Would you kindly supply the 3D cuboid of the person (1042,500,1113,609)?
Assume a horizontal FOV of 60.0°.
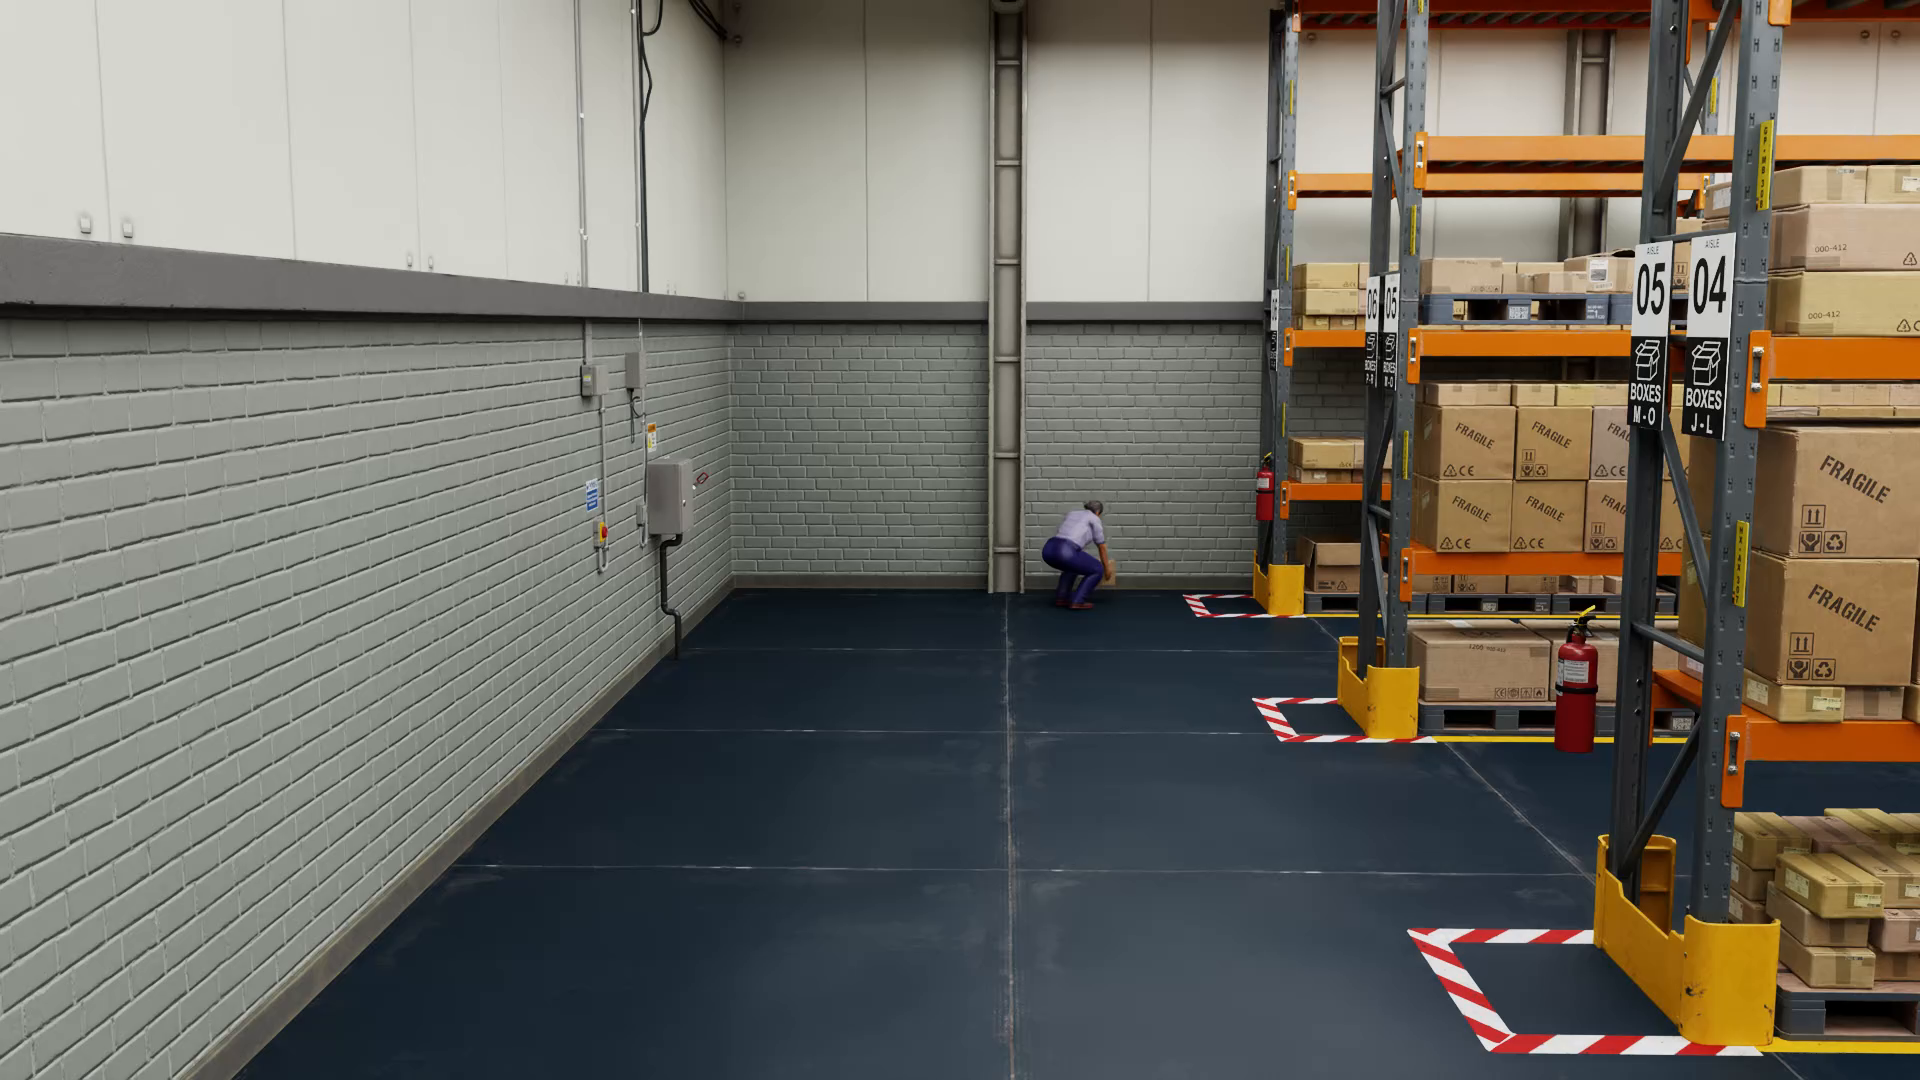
[{"bbox_3d":[1.178,0.155,16.944,0.772,1.064,0.533,-6,9,-39],"label":"person"}]
